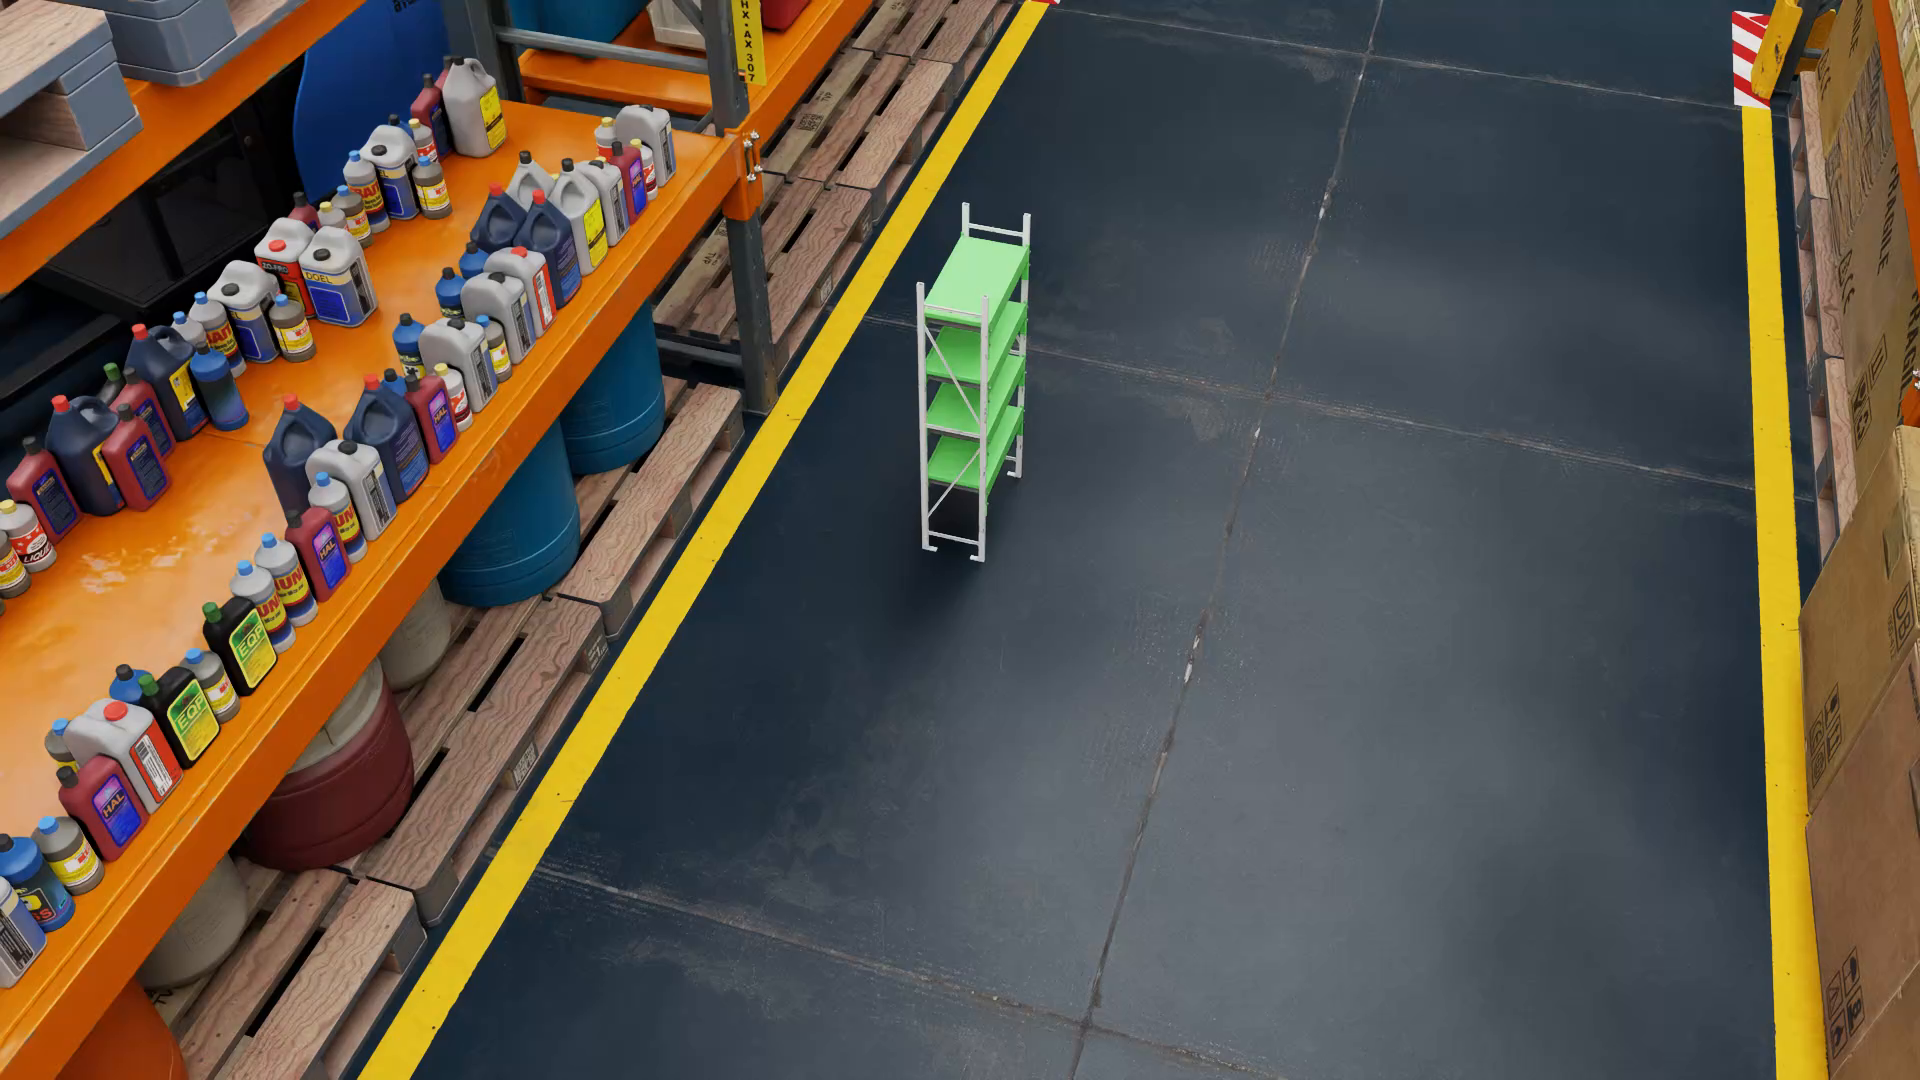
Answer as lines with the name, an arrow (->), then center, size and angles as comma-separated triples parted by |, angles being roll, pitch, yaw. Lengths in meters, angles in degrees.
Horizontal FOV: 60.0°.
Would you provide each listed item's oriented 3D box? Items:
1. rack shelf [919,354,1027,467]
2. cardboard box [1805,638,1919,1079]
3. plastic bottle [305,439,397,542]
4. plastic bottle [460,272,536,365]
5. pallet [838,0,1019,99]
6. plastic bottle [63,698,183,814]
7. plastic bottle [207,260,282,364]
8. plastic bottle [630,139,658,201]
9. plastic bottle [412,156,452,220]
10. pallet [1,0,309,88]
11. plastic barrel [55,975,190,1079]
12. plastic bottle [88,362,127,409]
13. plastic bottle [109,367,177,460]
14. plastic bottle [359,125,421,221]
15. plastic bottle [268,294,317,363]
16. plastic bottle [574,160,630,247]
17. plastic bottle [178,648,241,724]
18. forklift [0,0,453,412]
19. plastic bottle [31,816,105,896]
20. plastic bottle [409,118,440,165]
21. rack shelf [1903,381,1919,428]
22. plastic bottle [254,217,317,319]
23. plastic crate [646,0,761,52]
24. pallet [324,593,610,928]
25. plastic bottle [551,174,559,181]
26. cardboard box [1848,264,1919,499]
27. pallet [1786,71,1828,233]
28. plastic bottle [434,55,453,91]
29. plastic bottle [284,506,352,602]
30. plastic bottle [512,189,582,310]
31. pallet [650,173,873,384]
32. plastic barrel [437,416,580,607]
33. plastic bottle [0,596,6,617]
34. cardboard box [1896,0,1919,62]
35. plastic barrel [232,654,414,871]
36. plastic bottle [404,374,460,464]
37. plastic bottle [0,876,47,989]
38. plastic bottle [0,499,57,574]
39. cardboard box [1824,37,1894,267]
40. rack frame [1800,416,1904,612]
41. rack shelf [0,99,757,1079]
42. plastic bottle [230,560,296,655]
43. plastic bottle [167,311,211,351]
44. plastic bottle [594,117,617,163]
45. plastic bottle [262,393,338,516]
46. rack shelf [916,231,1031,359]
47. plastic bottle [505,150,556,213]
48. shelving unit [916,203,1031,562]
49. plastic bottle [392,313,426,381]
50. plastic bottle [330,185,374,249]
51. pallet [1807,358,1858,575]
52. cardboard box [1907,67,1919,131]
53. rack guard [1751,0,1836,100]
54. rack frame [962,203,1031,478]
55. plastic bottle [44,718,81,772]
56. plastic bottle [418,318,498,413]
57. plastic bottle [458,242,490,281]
rack shelf -> 0.050, -0.493, 5.988 | 0.258, 0.148, 0.480 | 13, 46, 13
cardboard box -> 3.036, 0.970, 4.333 | 1.225, 0.875, 0.875 | 11, 45, 11
plastic bottle -> -1.592, -0.149, 4.346 | 0.152, 0.276, 0.135 | 13, 46, 13
plastic bottle -> -1.355, -0.670, 4.879 | 0.152, 0.276, 0.135 | 13, 46, 13
pallet -> -0.315, -2.843, 9.005 | 1.003, 0.211, 1.213 | 13, 46, 13
plastic bottle -> -1.872, 0.467, 3.717 | 0.152, 0.276, 0.135 | 13, 46, 13
plastic bottle -> -2.093, -0.671, 4.880 | 0.152, 0.276, 0.135 | 13, 46, 13
plastic bottle -> -1.060, -1.230, 5.504 | 0.097, 0.201, 0.097 | 0, 44, 0
plastic bottle -> -1.729, -1.158, 5.431 | 0.097, 0.201, 0.097 | 0, 44, 0
pallet -> -1.724, -1.420, 3.547 | 1.003, 0.211, 1.213 | 13, 46, 13
plastic barrel -> -2.319, 1.247, 4.082 | 0.600, 0.830, 0.708 | 13, 46, 13
plastic bottle -> -2.292, -0.341, 4.537 | 0.061, 0.283, 0.133 | 13, 46, 13
plastic bottle -> -2.234, -0.328, 4.524 | 0.061, 0.283, 0.133 | 13, 46, 13
plastic bottle -> -1.854, -1.199, 5.419 | 0.152, 0.276, 0.135 | 13, 46, 13
plastic bottle -> -1.969, -0.631, 4.892 | 0.097, 0.201, 0.097 | 0, 44, 0
plastic bottle -> -1.161, -1.096, 5.314 | 0.152, 0.276, 0.135 | 13, 46, 13
plastic bottle -> -1.770, 0.333, 3.907 | 0.097, 0.201, 0.097 | 0, 44, 0
forklift -> -3.522, -2.202, 6.405 | 1.130, 2.935, 3.031 | 22, 48, 21
plastic bottle -> -1.921, 0.666, 3.567 | 0.097, 0.201, 0.097 | 0, 44, 0
plastic bottle -> -1.815, -1.320, 5.597 | 0.097, 0.201, 0.097 | 0, 44, 0
rack shelf -> 2.875, 0.924, 3.675 | 1.077, 0.370, 4.000 | 13, 46, 13
plastic bottle -> -2.023, -0.826, 5.038 | 0.152, 0.276, 0.135 | 13, 46, 13
plastic crate -> -0.962, -1.922, 6.215 | 0.396, 0.136, 0.243 | 13, 46, 13
pallet -> -1.881, 0.603, 5.483 | 1.003, 0.211, 1.213 | 13, 46, 13
plastic bottle -> -1.286, -1.083, 5.355 | 0.097, 0.201, 0.097 | 0, 44, 0
cardboard box -> 3.757, -0.480, 5.814 | 0.875, 0.875, 0.875 | 13, 46, 13
pallet -> 4.525, -1.786, 7.924 | 1.003, 0.211, 1.213 | 13, 46, 13
plastic bottle -> -1.757, -1.519, 5.741 | 0.061, 0.283, 0.133 | 13, 46, 13
plastic bottle -> -1.618, 0.012, 4.176 | 0.061, 0.283, 0.133 | 13, 46, 13
plastic bottle -> -1.262, -0.892, 5.052 | 0.144, 0.351, 0.185 | 13, 46, 13
pallet -> -1.054, -1.217, 7.343 | 1.003, 0.211, 1.213 | 13, 46, 13
plastic barrel -> -1.635, -0.284, 5.596 | 0.600, 0.901, 0.708 | 13, 46, 13
plastic bottle -> -2.465, 0.111, 4.134 | 0.097, 0.201, 0.097 | 0, 44, 0
cardboard box -> 3.728, -1.875, 6.201 | 0.380, 0.149, 0.250 | 13, 46, 13
plastic barrel -> -1.977, 0.580, 4.936 | 0.600, 0.588, 0.708 | 13, 46, 13
plastic bottle -> -1.452, -0.354, 4.551 | 0.061, 0.283, 0.133 | 13, 46, 13
plastic bottle -> -2.012, 0.775, 3.402 | 0.152, 0.276, 0.135 | 13, 46, 13
plastic bottle -> -2.406, -0.019, 4.267 | 0.097, 0.201, 0.097 | 0, 44, 0
cardboard box -> 4.299, -1.673, 7.034 | 0.875, 0.875, 0.875 | 13, 46, 13
rack frame -> 3.481, -0.666, 4.786 | 1.000, 3.000, 0.127 | 13, 46, 13
rack shelf -> -1.845, -0.125, 4.747 | 1.077, 0.370, 4.000 | 13, 46, 13
plastic bottle -> -1.700, 0.154, 4.039 | 0.097, 0.271, 0.097 | 0, 44, 0
plastic bottle -> -2.184, -0.533, 4.742 | 0.097, 0.271, 0.097 | 0, 44, 0
plastic bottle -> -1.175, -1.327, 5.603 | 0.097, 0.201, 0.097 | 0, 44, 0
plastic bottle -> -1.725, -0.224, 4.369 | 0.144, 0.351, 0.185 | 13, 46, 13
rack shelf -> 0.050, -0.837, 5.652 | 0.258, 0.148, 0.480 | 13, 46, 13
plastic bottle -> -1.343, -1.046, 5.210 | 0.144, 0.351, 0.185 | 13, 46, 13
shelving unit -> 0.050, -0.539, 5.943 | 0.258, 1.200, 0.503 | 13, 46, 13
plastic bottle -> -1.550, -0.528, 4.737 | 0.097, 0.271, 0.097 | 0, 44, 0
plastic bottle -> -1.944, -1.036, 5.306 | 0.097, 0.201, 0.097 | 0, 44, 0
pallet -> 3.786, -0.160, 6.262 | 1.003, 0.211, 1.213 | 13, 46, 13
cardboard box -> 3.572, -1.535, 5.854 | 0.380, 0.149, 0.250 | 13, 46, 13
rack guard -> 4.699, -2.455, 8.401 | 1.175, 0.500, 0.348 | 13, 46, 13
rack frame -> 0.124, -0.702, 6.109 | 0.240, 1.200, 0.015 | 13, 46, 13
plastic bottle -> -1.996, 0.480, 3.757 | 0.097, 0.201, 0.097 | 0, 44, 0
plastic bottle -> -1.425, -0.516, 4.721 | 0.152, 0.276, 0.135 | 13, 46, 13
plastic bottle -> -1.439, -0.772, 4.987 | 0.097, 0.271, 0.097 | 0, 44, 0
